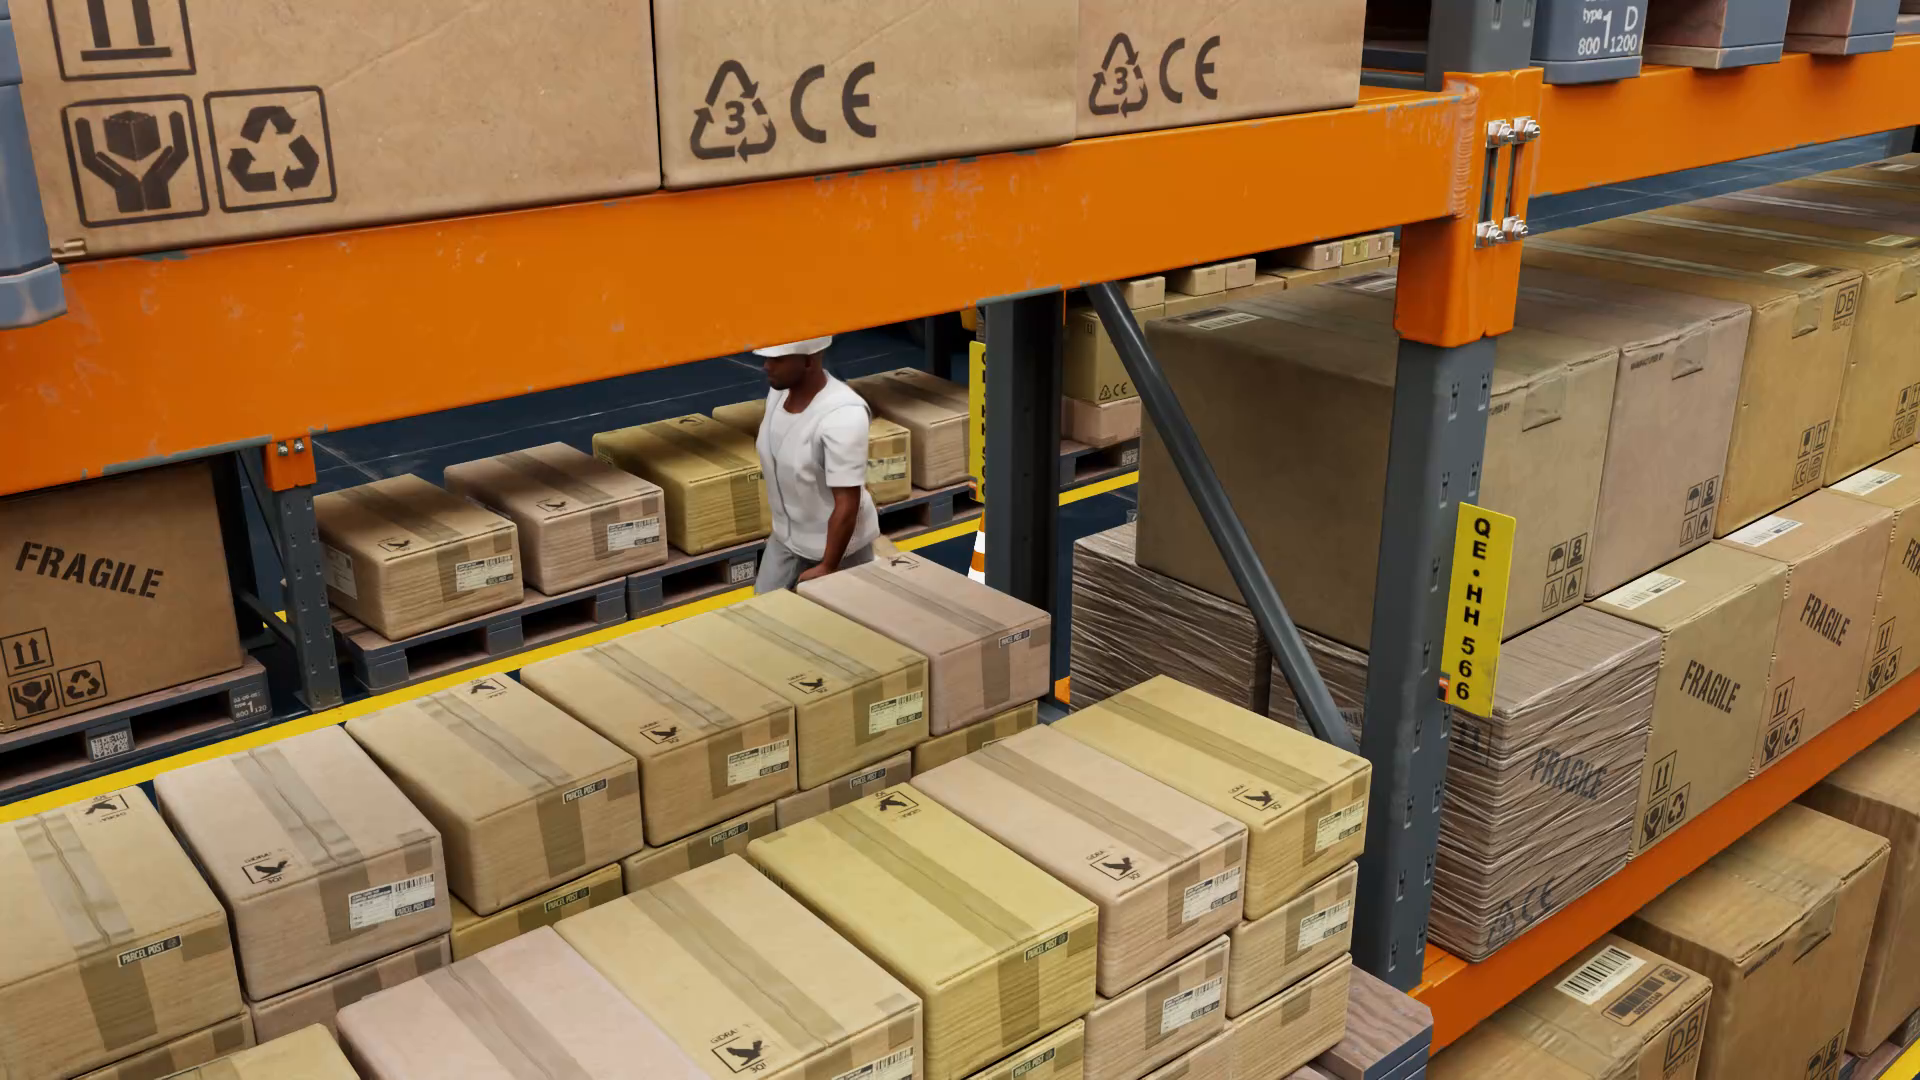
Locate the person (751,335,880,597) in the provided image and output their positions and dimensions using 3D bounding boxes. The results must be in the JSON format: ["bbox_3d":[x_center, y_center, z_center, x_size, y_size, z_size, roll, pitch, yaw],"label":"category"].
[{"bbox_3d":[-0.494,0.031,6.021,0.703,1.825,0.598,-18,27,-39],"label":"person"}]
